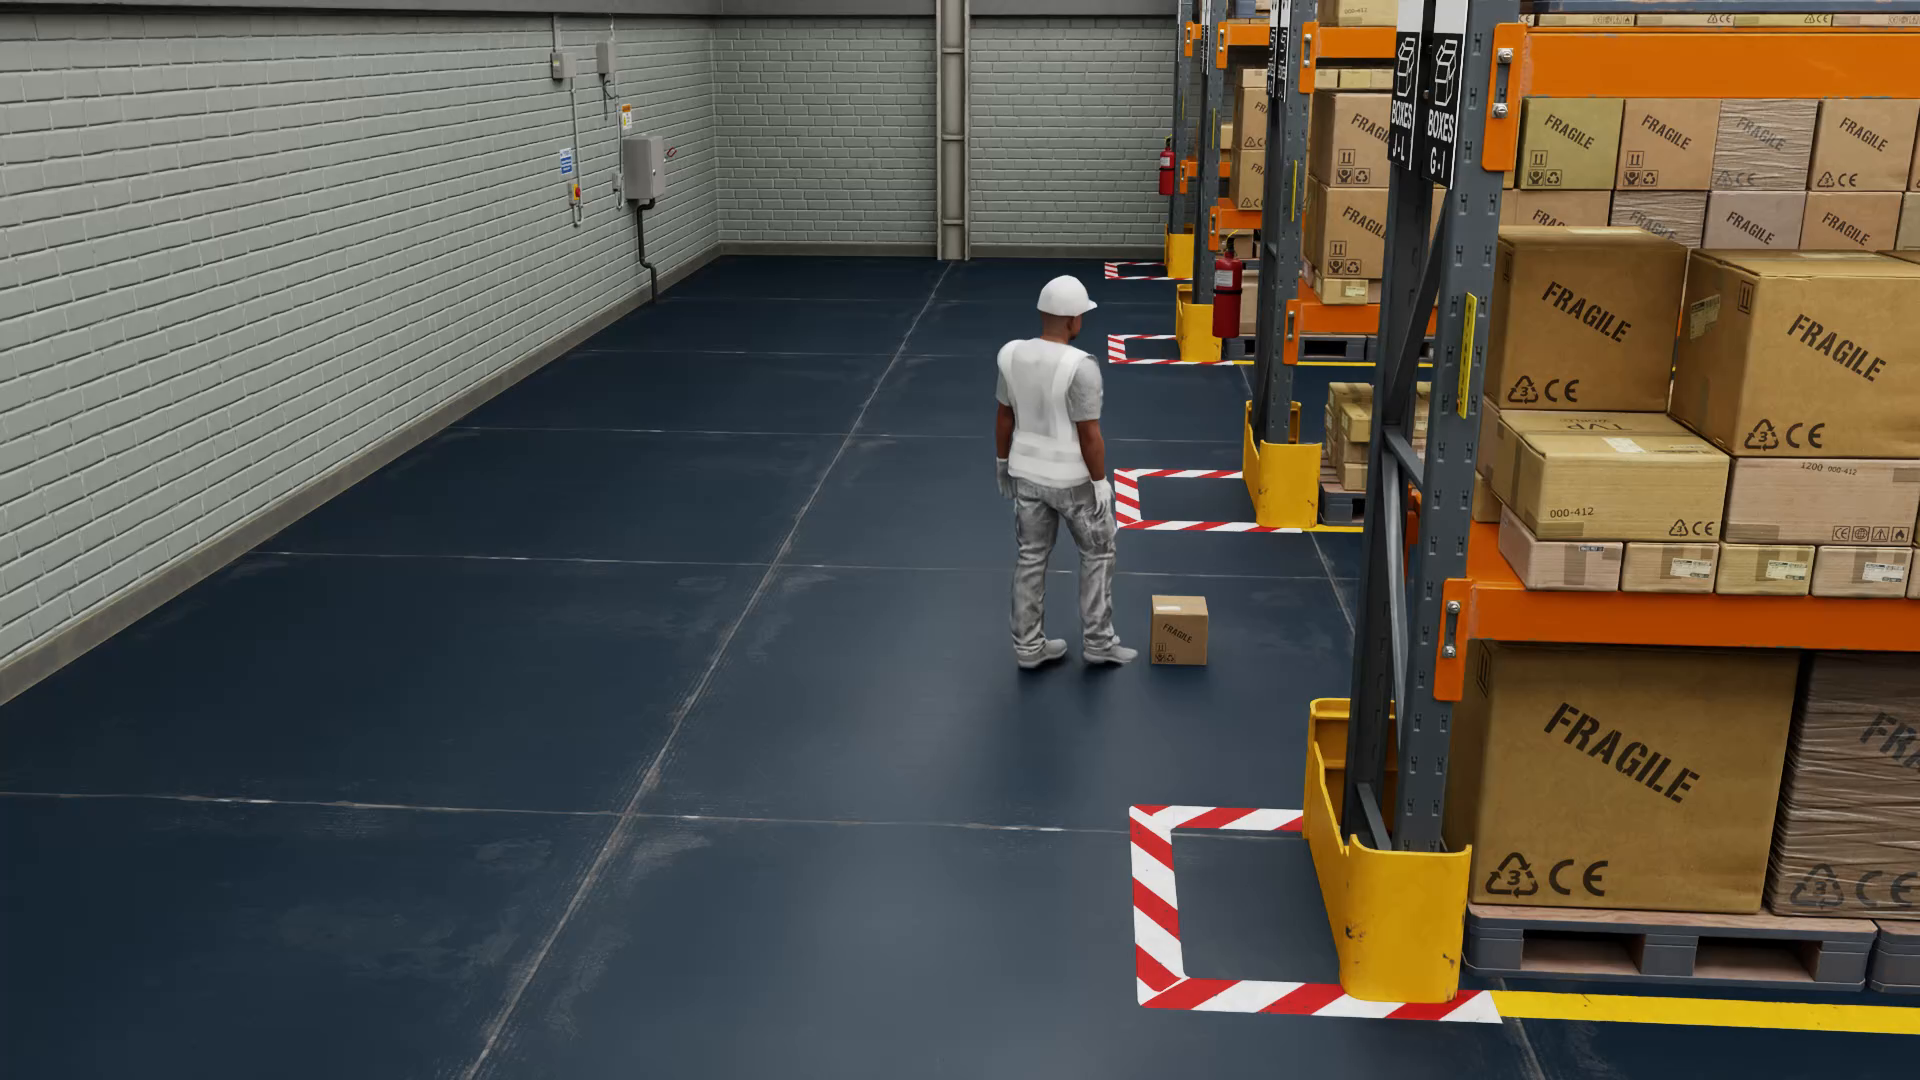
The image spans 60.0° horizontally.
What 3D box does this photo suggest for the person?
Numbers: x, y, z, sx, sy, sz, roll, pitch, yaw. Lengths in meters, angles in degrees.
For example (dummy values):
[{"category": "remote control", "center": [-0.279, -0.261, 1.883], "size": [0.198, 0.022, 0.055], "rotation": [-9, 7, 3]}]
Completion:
[{"category": "person", "center": [0.475, -0.298, 7.468], "size": [0.593, 1.809, 0.547], "rotation": [15, 23, 40]}]
